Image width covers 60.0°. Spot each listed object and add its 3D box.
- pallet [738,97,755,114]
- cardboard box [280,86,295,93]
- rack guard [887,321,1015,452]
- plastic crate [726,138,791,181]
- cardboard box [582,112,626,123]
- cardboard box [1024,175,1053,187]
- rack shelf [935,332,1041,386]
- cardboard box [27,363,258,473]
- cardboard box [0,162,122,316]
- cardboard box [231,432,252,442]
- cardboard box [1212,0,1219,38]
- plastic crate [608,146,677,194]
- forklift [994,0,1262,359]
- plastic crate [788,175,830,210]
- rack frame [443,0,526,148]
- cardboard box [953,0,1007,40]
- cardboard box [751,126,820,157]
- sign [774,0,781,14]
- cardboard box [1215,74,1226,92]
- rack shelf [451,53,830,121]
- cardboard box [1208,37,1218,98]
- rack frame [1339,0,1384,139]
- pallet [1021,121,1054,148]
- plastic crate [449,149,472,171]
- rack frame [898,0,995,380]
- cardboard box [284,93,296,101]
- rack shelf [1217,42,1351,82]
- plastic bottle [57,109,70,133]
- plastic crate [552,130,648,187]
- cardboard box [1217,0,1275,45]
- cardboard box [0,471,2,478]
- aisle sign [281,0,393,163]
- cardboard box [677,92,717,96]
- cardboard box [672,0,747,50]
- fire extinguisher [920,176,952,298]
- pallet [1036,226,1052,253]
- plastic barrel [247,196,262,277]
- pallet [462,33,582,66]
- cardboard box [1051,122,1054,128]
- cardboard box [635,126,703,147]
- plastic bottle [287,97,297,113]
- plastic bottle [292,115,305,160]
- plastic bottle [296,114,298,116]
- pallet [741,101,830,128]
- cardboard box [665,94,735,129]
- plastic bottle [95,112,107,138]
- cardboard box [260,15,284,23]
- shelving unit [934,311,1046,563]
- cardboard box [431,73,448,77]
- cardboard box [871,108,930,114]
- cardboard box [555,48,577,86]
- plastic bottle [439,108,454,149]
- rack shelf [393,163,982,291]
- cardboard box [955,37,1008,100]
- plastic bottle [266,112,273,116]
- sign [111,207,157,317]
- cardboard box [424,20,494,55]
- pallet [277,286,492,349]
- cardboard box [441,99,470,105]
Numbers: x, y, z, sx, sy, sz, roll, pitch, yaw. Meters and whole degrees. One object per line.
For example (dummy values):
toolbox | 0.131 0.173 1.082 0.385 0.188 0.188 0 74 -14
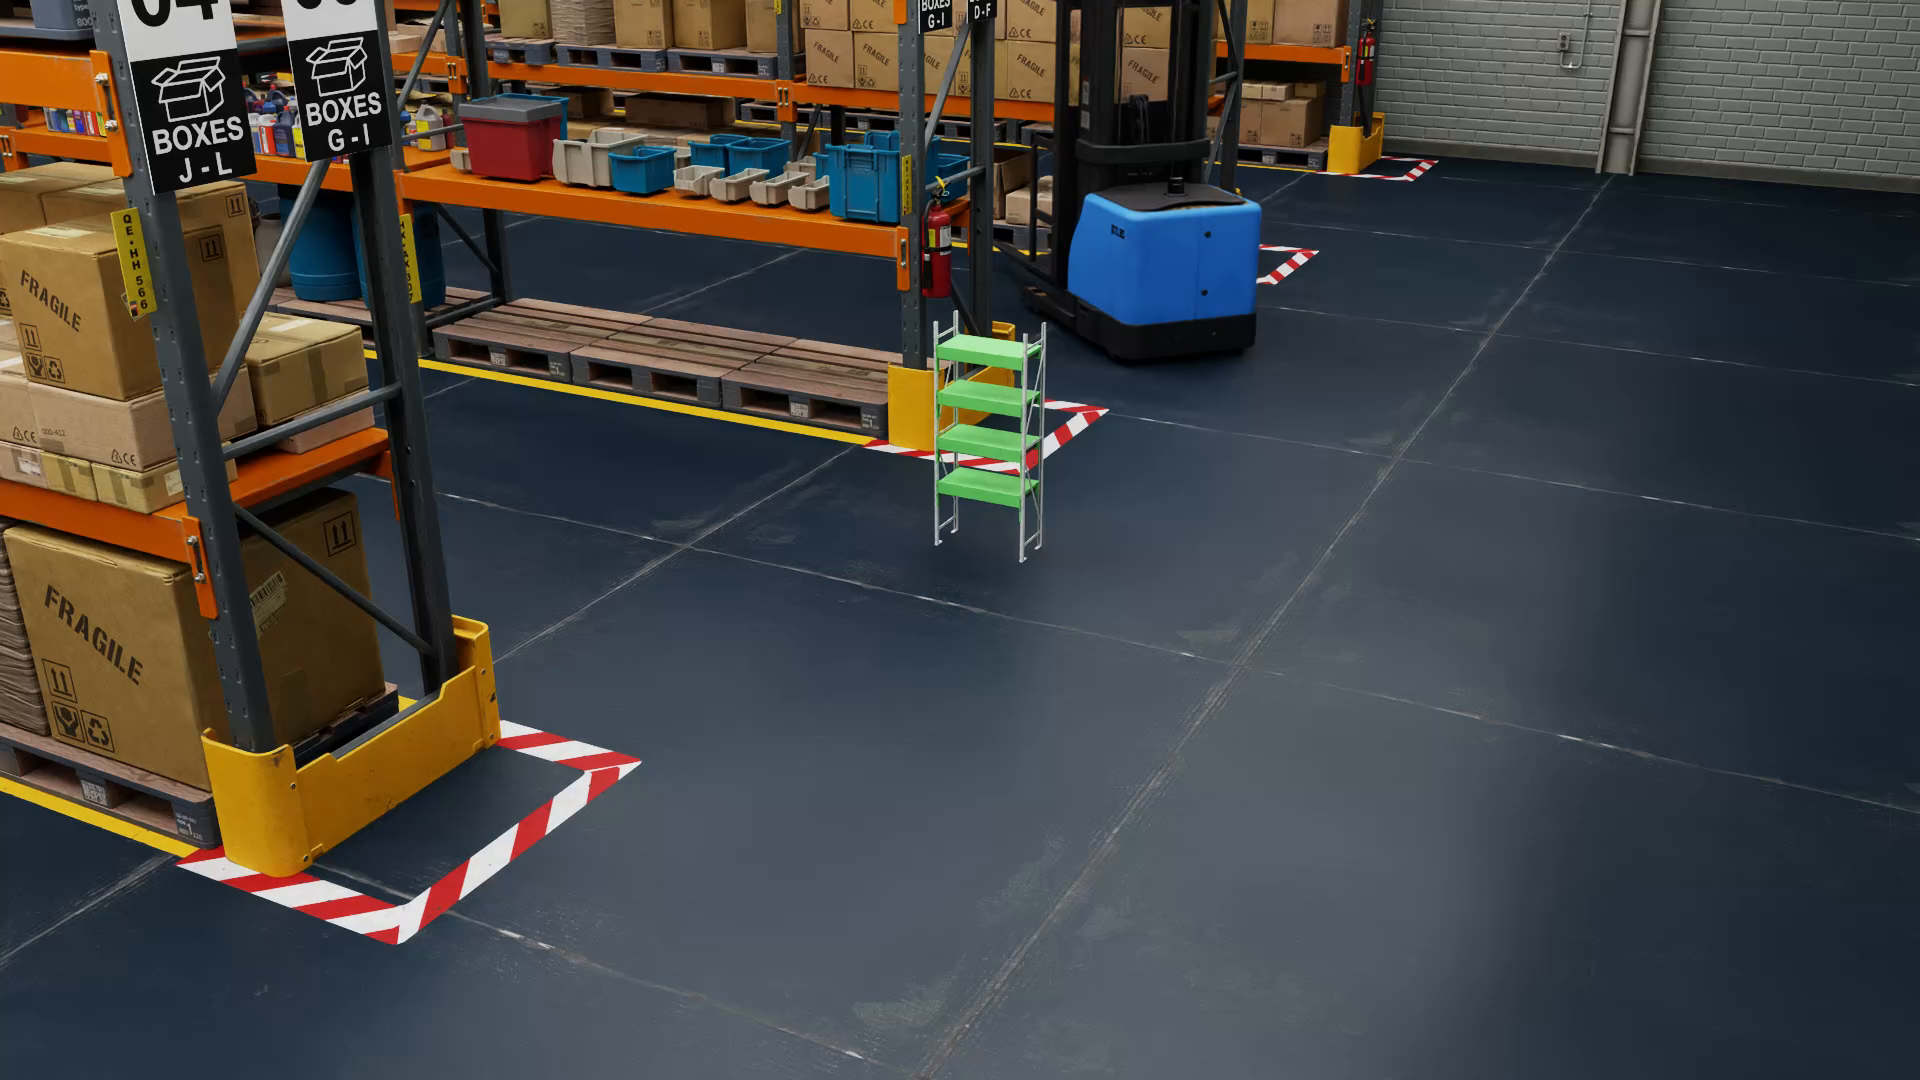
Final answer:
pallet | -3.433 -5.865 22.270 1.213 0.211 1.003 11 25 25
cardboard box | -7.580 -5.110 19.193 0.500 0.311 0.500 12 26 26
rack guard | -0.040 -0.987 10.431 0.348 0.500 1.175 11 25 25
plastic crate | -1.314 -2.478 10.882 0.300 0.233 0.416 11 25 25
cardboard box | -3.566 -4.156 17.322 0.500 0.500 0.500 10 25 23
cardboard box | 0.921 -3.175 15.333 0.500 0.250 0.500 11 25 25
rack shelf | 0.148 -0.906 8.284 0.480 0.148 0.258 11 25 25
cardboard box | -2.854 -0.468 5.828 0.500 0.250 0.500 11 25 24
cardboard box | -3.520 -1.176 6.537 0.500 0.500 0.500 10 25 23
cardboard box | -2.700 -0.514 6.446 0.250 0.149 0.380 11 25 24
cardboard box | 1.894 -4.542 14.193 0.500 0.500 0.500 12 26 26
plastic crate | -2.016 -2.360 10.604 0.300 0.233 0.416 11 25 25
forklift | 1.120 -3.147 12.404 1.130 2.935 3.031 -8 24 -18
plastic crate | -0.877 -2.124 10.171 0.243 0.136 0.396 11 25 25
rack frame | -4.968 -5.279 17.329 0.127 3.000 1.000 11 25 25
cardboard box | 0.275 -4.624 14.385 0.500 0.500 0.500 12 26 26
cardboard box | -1.720 -3.795 16.472 0.500 0.500 0.500 10 25 22
sign | -1.646 -4.911 14.985 0.005 0.325 0.100 11 25 25
cardboard box | 3.032 -5.253 19.097 0.250 0.149 0.380 12 26 25
rack shelf | -3.184 -4.594 16.640 4.000 0.370 1.077 11 25 25
cardboard box | 1.894 -4.082 14.389 0.500 0.500 0.500 12 26 26
rack frame | 4.403 -5.597 18.077 0.127 3.000 1.000 11 25 25
pallet | 1.476 -4.858 19.904 1.213 0.211 1.003 11 25 25
plastic crate | -3.286 -2.617 11.331 0.243 0.136 0.396 11 25 25
rack frame | -0.067 -2.137 9.941 0.127 3.000 1.000 11 25 25
cardboard box | -7.375 -4.830 18.534 0.500 0.311 0.500 10 25 23
rack shelf | 2.618 -5.619 19.048 4.000 0.370 1.077 11 25 25
plastic bottle | -6.875 -3.271 12.772 0.097 0.271 0.097 0 23 0
plastic crate | -2.357 -2.482 10.828 0.530 0.282 0.437 11 25 25
cardboard box | 3.289 -5.946 18.515 0.700 0.700 0.980 11 25 24
cardboard box | -3.448 -0.374 6.117 0.250 0.149 0.380 12 26 25
aisle sign | -2.102 -1.695 5.581 0.004 0.787 0.394 11 25 25
cardboard box | -3.403 -6.170 22.058 0.500 0.500 0.700 12 26 25
cardboard box | -2.363 -5.073 16.180 0.500 0.500 0.700 16 28 33
fire extinguisher | -0.138 -1.744 9.593 0.183 0.674 0.296 11 25 25
pallet | 1.391 -2.736 14.915 1.213 0.211 1.003 11 25 25
plastic barrel | -5.755 -2.353 12.995 0.708 0.588 0.600 11 25 25
pallet | -4.332 -5.095 17.143 1.003 0.211 1.213 11 25 25
cardboard box | 1.454 -5.178 19.750 0.500 0.500 0.700 12 26 25
cardboard box | -2.853 -3.790 16.462 0.500 0.500 0.500 12 26 25
plastic bottle | -5.089 -3.250 12.724 0.097 0.271 0.097 0 23 0
plastic bottle | -4.605 -2.868 11.725 0.185 0.351 0.144 11 25 25
plastic bottle | -4.951 -3.124 12.517 0.097 0.201 0.097 0 23 0
pallet | -2.067 -5.561 21.555 1.213 0.211 1.003 11 25 25
cardboard box | -2.613 -4.317 16.741 0.500 0.250 0.500 11 26 25
plastic bottle | -6.454 -3.185 12.555 0.133 0.283 0.061 11 25 25
cardboard box | -7.390 -5.797 18.419 0.500 0.500 0.500 13 26 28
shelving unit | 0.148 -0.523 8.446 0.503 1.200 0.258 11 25 25
cardboard box | -7.251 -6.937 23.861 0.500 0.500 0.500 9 25 21
cardboard box | -0.600 -5.732 20.606 0.750 0.750 0.750 12 26 26
cardboard box | -5.158 -6.570 22.998 0.500 0.500 0.700 11 25 24
plastic bottle | -3.772 -3.003 12.127 0.133 0.283 0.061 11 25 25
rack shelf | -1.852 -2.159 10.912 4.000 0.370 1.077 11 25 25
cardboard box | 0.292 -4.165 14.584 0.500 0.500 0.500 11 25 24
plastic bottle | -4.991 -2.965 12.053 0.097 0.271 0.097 0 23 0
sign | -2.559 -0.862 5.161 0.005 0.325 0.100 11 25 25
cardboard box | -5.273 -5.317 17.534 0.500 0.311 0.500 13 26 28
pallet | -4.307 -1.710 12.502 1.213 0.211 1.003 11 25 25
cardboard box | -5.303 -4.660 18.134 0.500 0.311 0.500 12 26 26
